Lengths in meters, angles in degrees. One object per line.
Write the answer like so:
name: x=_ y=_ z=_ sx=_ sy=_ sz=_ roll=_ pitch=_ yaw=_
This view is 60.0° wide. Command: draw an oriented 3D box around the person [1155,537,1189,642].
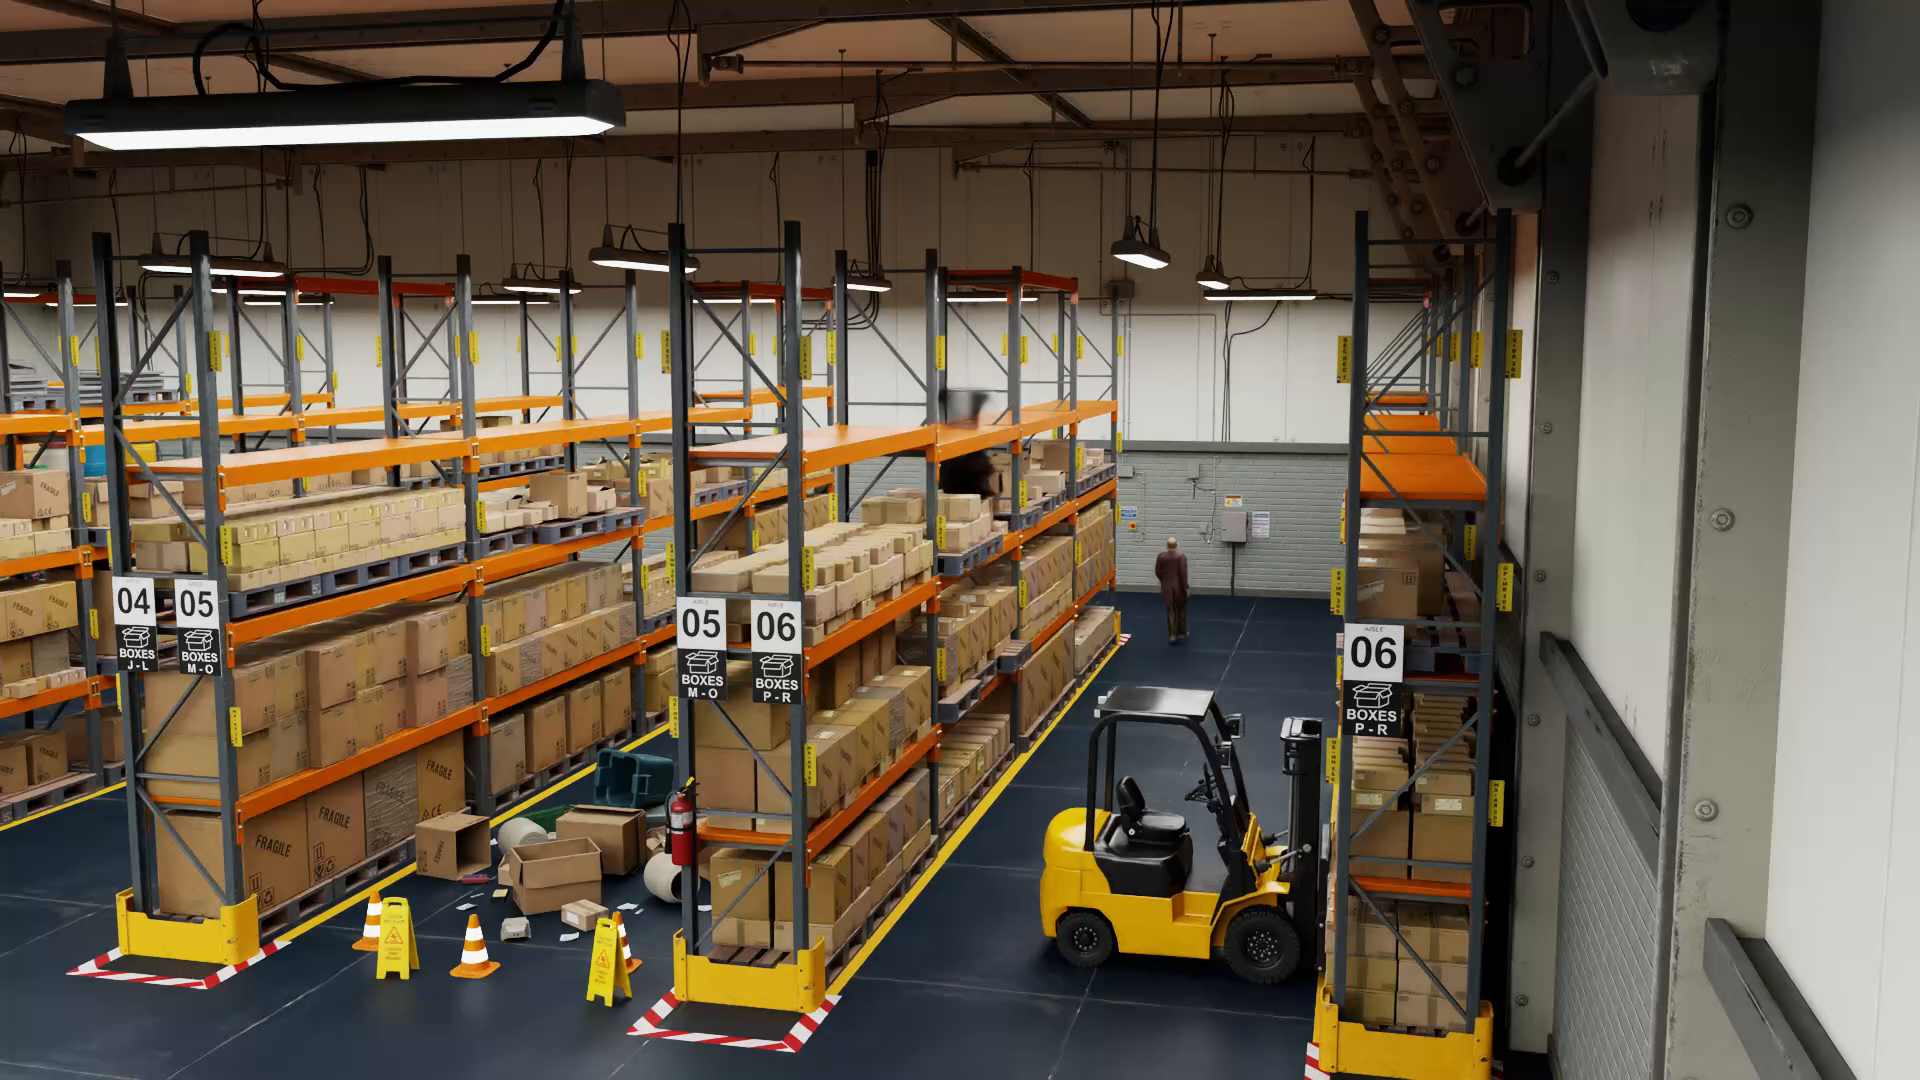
person: x=3.614 y=0.827 z=28.291 sx=0.592 sy=1.753 sz=0.864 roll=2 pitch=7 yaw=13
